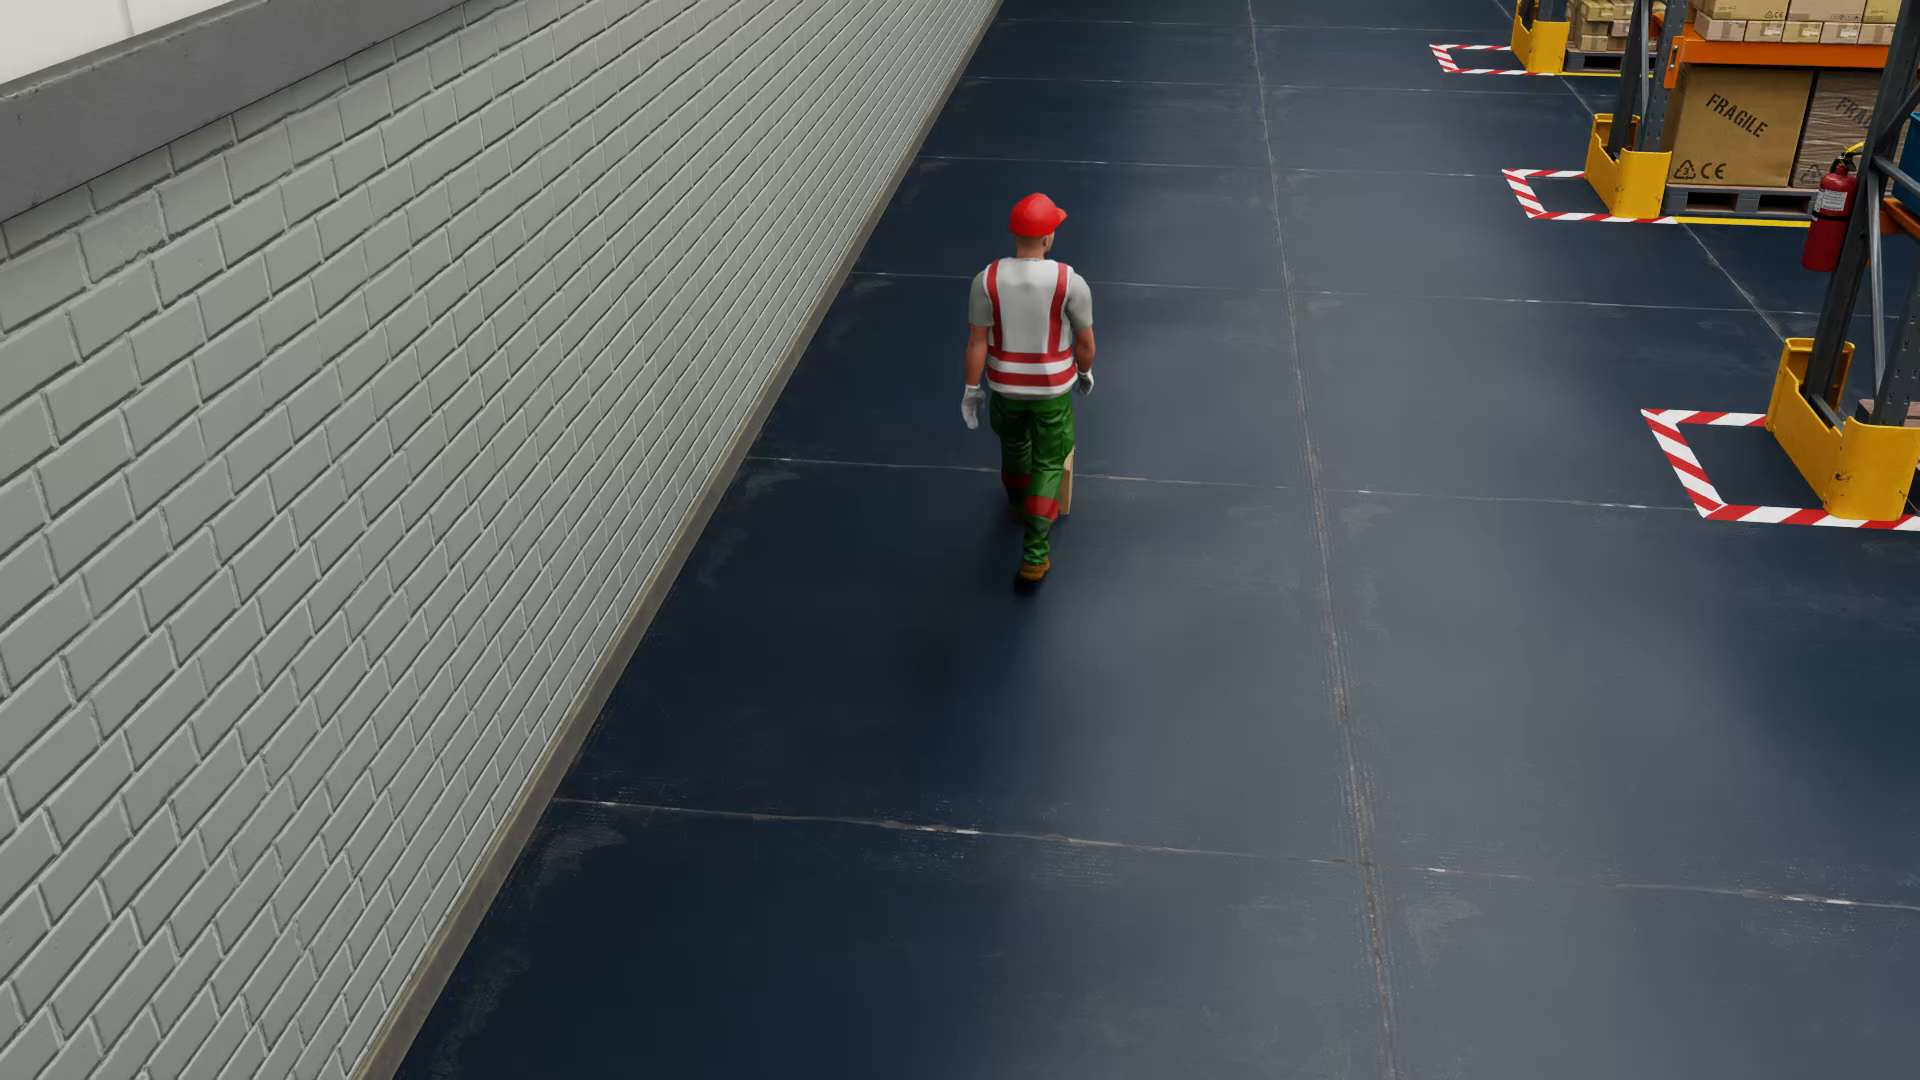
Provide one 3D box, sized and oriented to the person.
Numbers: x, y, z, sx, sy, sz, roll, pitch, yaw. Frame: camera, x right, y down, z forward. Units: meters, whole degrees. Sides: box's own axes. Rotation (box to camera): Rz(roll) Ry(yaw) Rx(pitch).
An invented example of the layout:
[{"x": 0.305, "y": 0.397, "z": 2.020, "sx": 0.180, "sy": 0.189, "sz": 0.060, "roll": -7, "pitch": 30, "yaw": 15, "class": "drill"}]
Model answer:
[{"x": 0.338, "y": -0.756, "z": 7.528, "sx": 0.571, "sy": 1.745, "sz": 0.953, "roll": 6, "pitch": 29, "yaw": 12, "class": "person"}]
